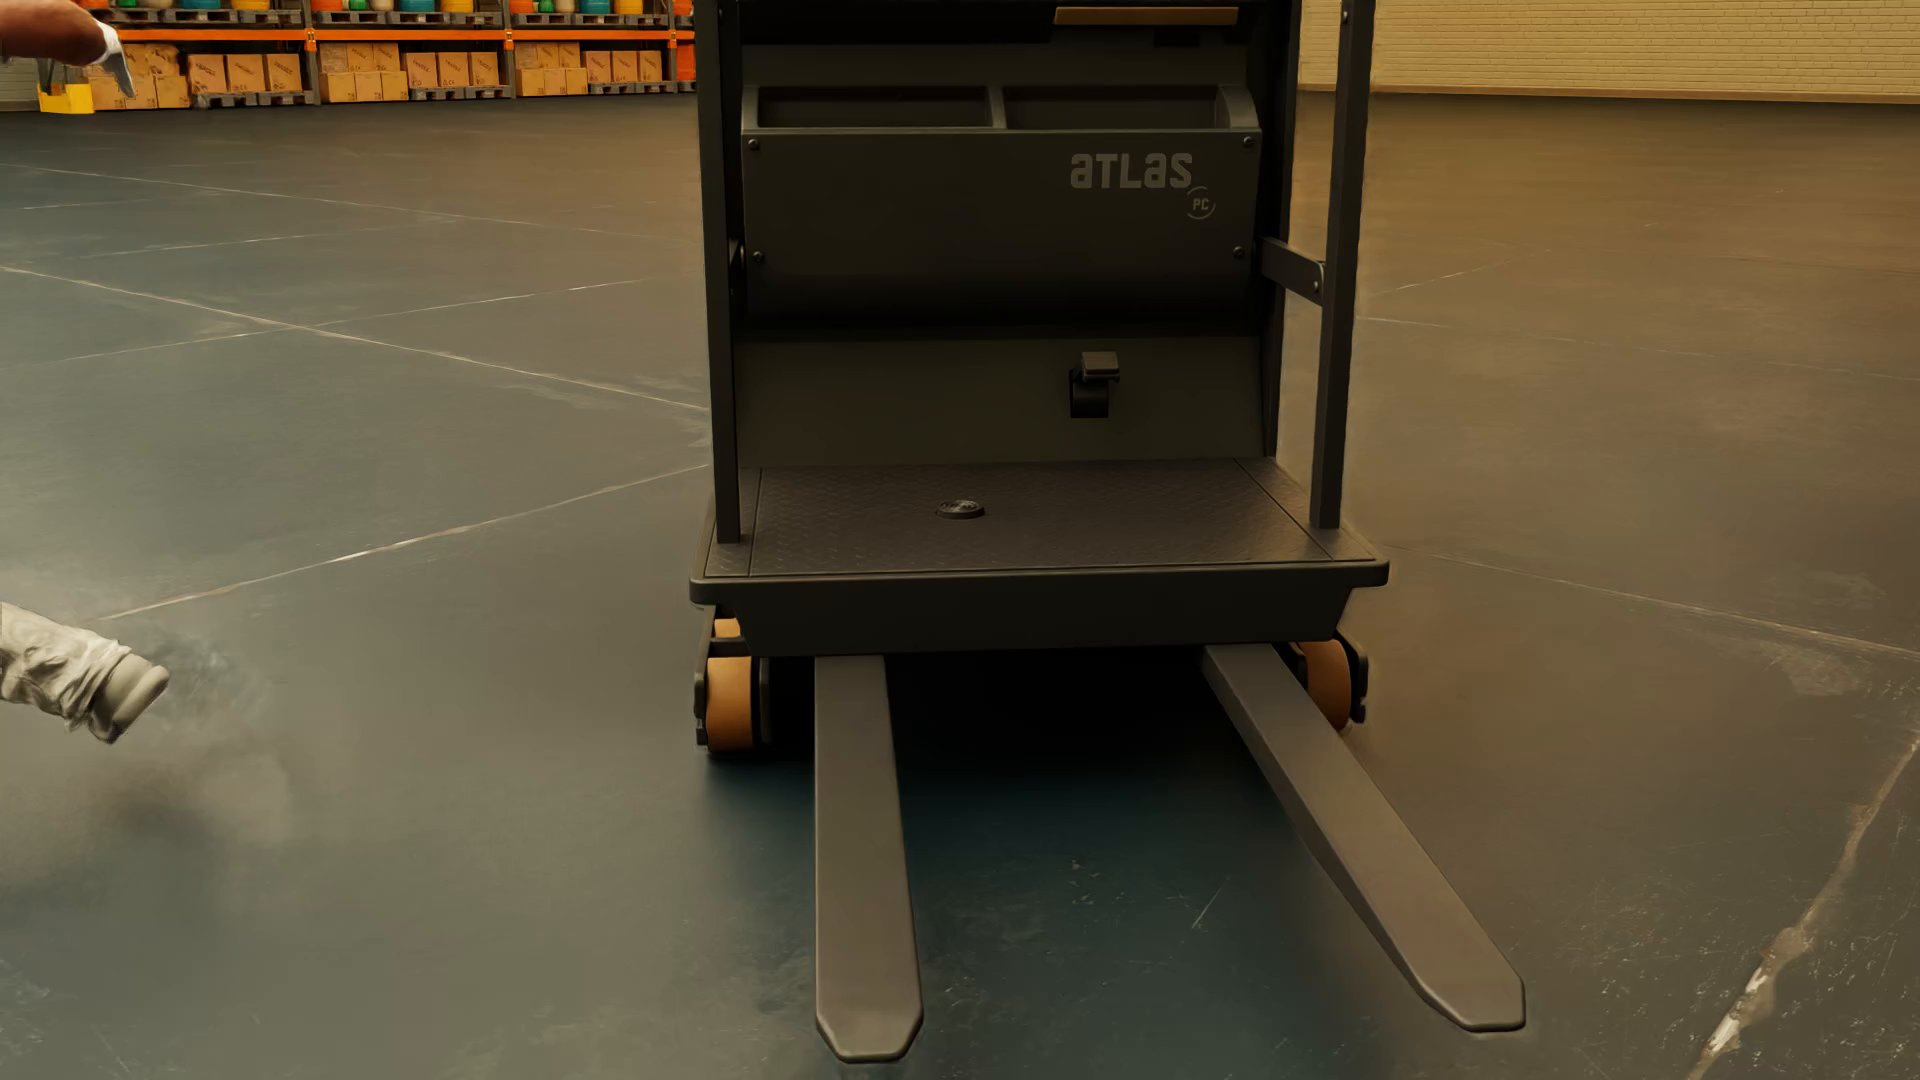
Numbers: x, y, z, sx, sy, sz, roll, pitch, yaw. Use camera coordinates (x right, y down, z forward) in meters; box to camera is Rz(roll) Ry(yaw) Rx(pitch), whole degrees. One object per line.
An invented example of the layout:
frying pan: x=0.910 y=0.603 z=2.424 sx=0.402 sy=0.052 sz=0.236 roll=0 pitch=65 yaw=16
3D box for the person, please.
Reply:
person: x=-1.744 y=-0.374 z=2.611 sx=1.166 sy=1.522 sz=0.903 roll=13 pitch=21 yaw=36

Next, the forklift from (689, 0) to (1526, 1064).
forklift: x=0.093 y=-1.147 z=2.675 sx=1.130 sy=2.935 sz=3.031 roll=-1 pitch=17 yaw=-5
